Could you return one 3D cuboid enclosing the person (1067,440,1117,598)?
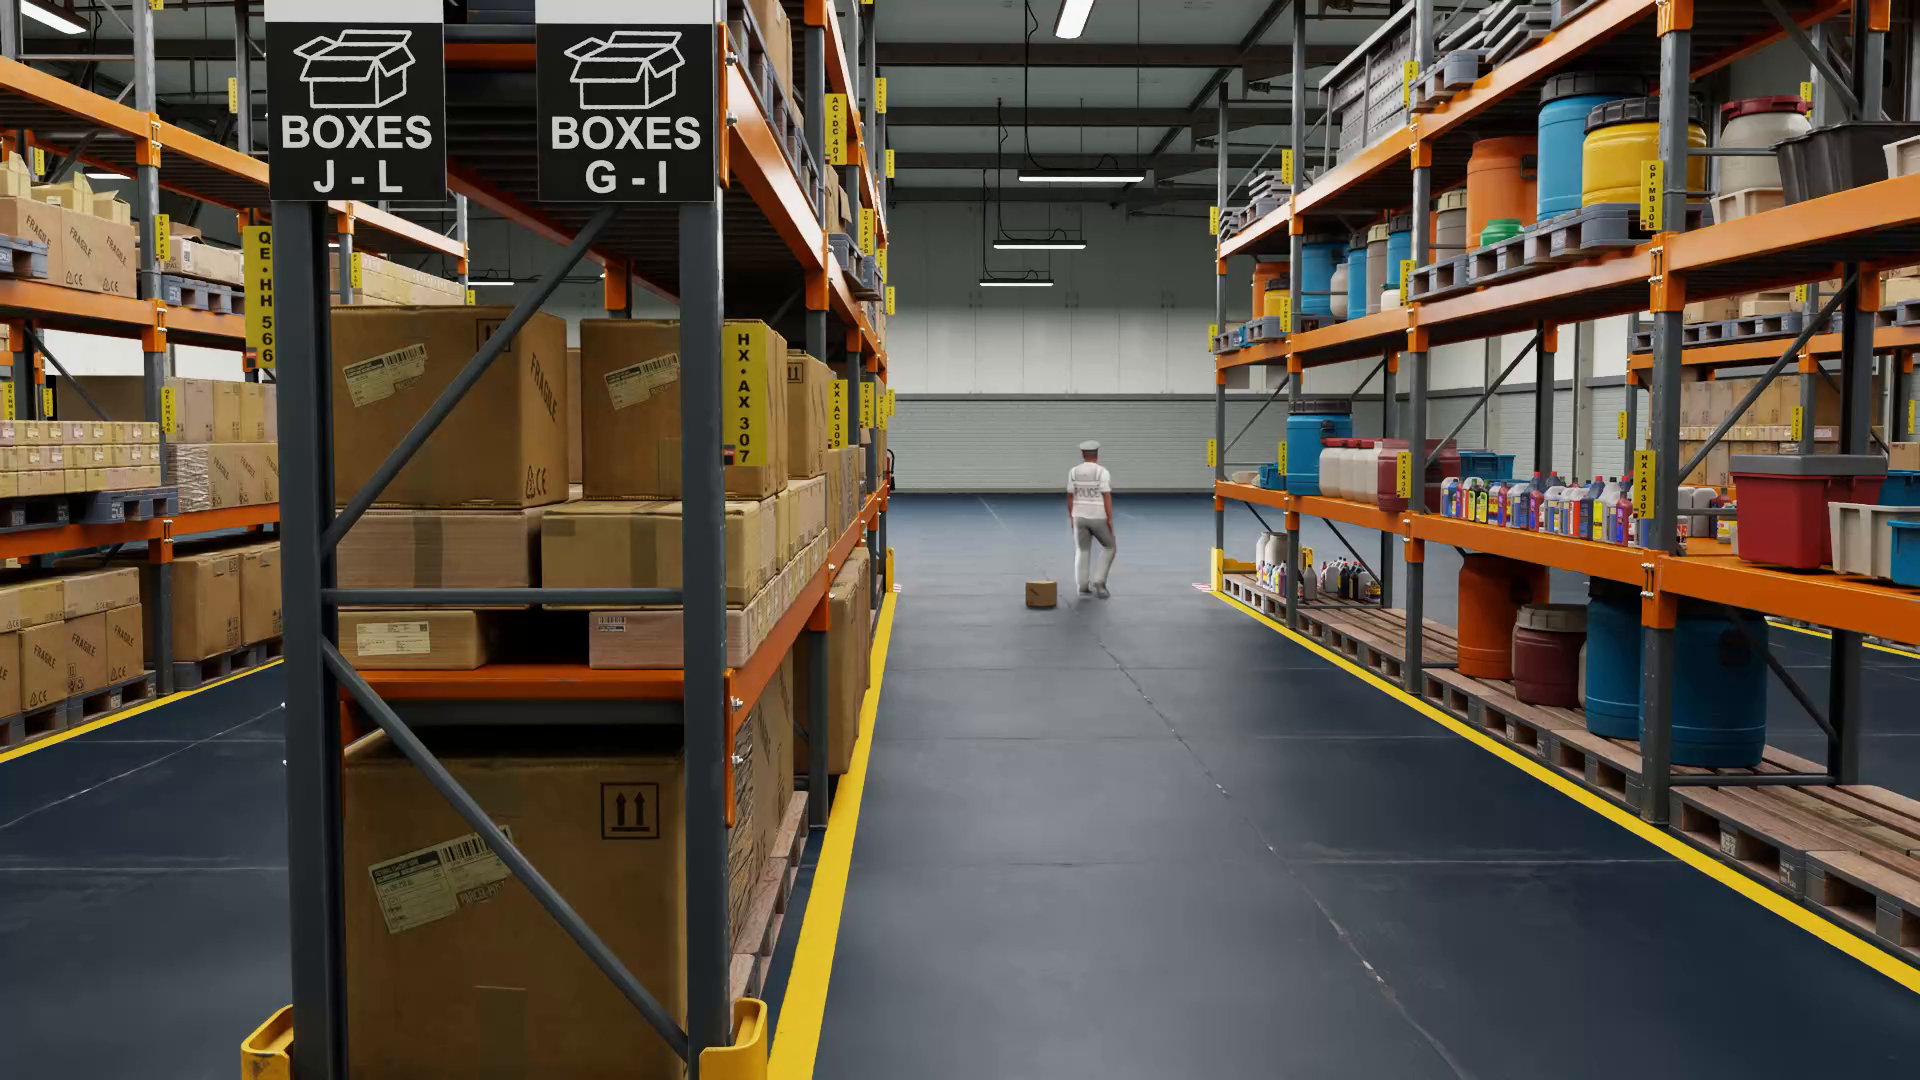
[{"bbox_3d":[1.512,-0.216,18.961,0.586,1.828,0.499,2,4,24],"label":"person"}]
